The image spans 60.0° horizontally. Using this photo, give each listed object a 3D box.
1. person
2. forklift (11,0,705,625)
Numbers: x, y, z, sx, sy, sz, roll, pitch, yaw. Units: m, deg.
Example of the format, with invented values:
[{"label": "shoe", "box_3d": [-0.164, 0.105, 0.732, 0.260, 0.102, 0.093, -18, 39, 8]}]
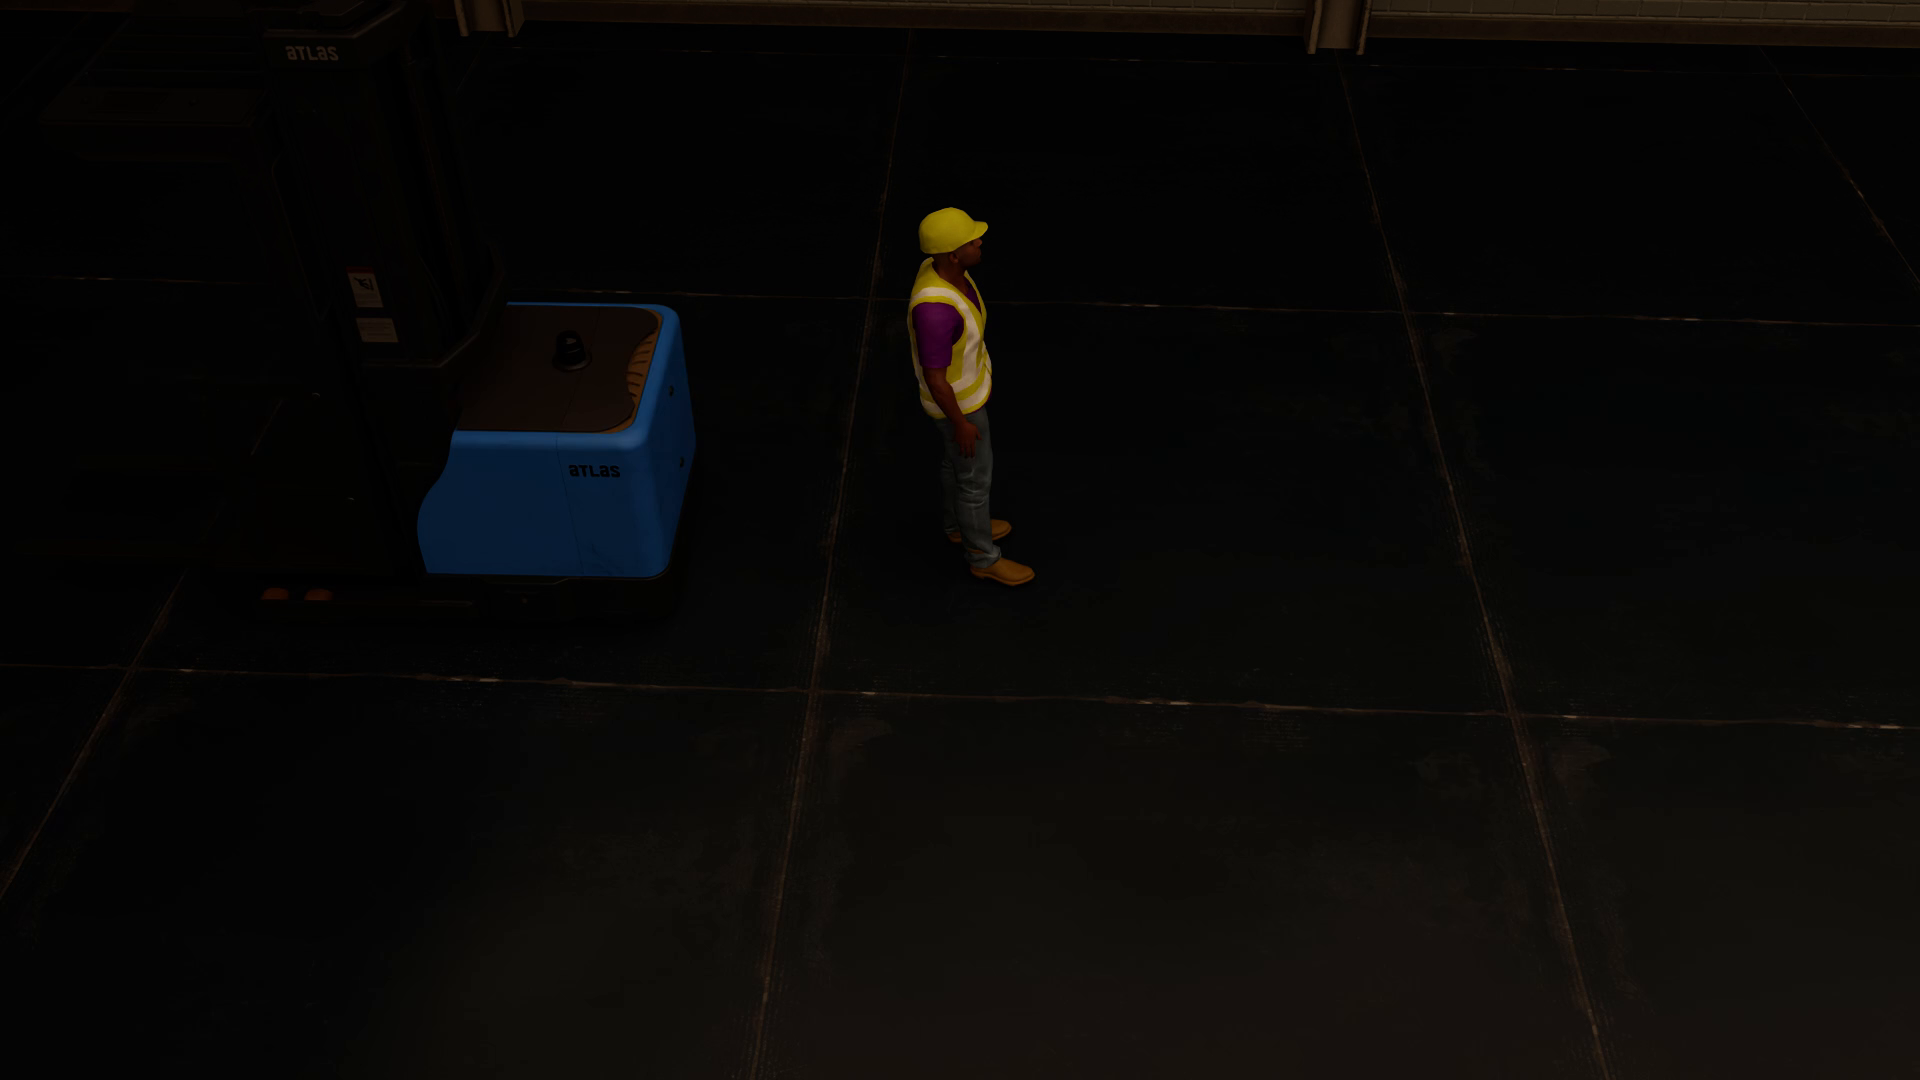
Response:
[{"label": "person", "box_3d": [0.069, -0.651, 7.309, 0.577, 1.765, 0.665, 2, 42, 2]}, {"label": "forklift", "box_3d": [-2.775, -1.060, 6.903, 3.031, 2.935, 1.130, 1, 42, 1]}]
